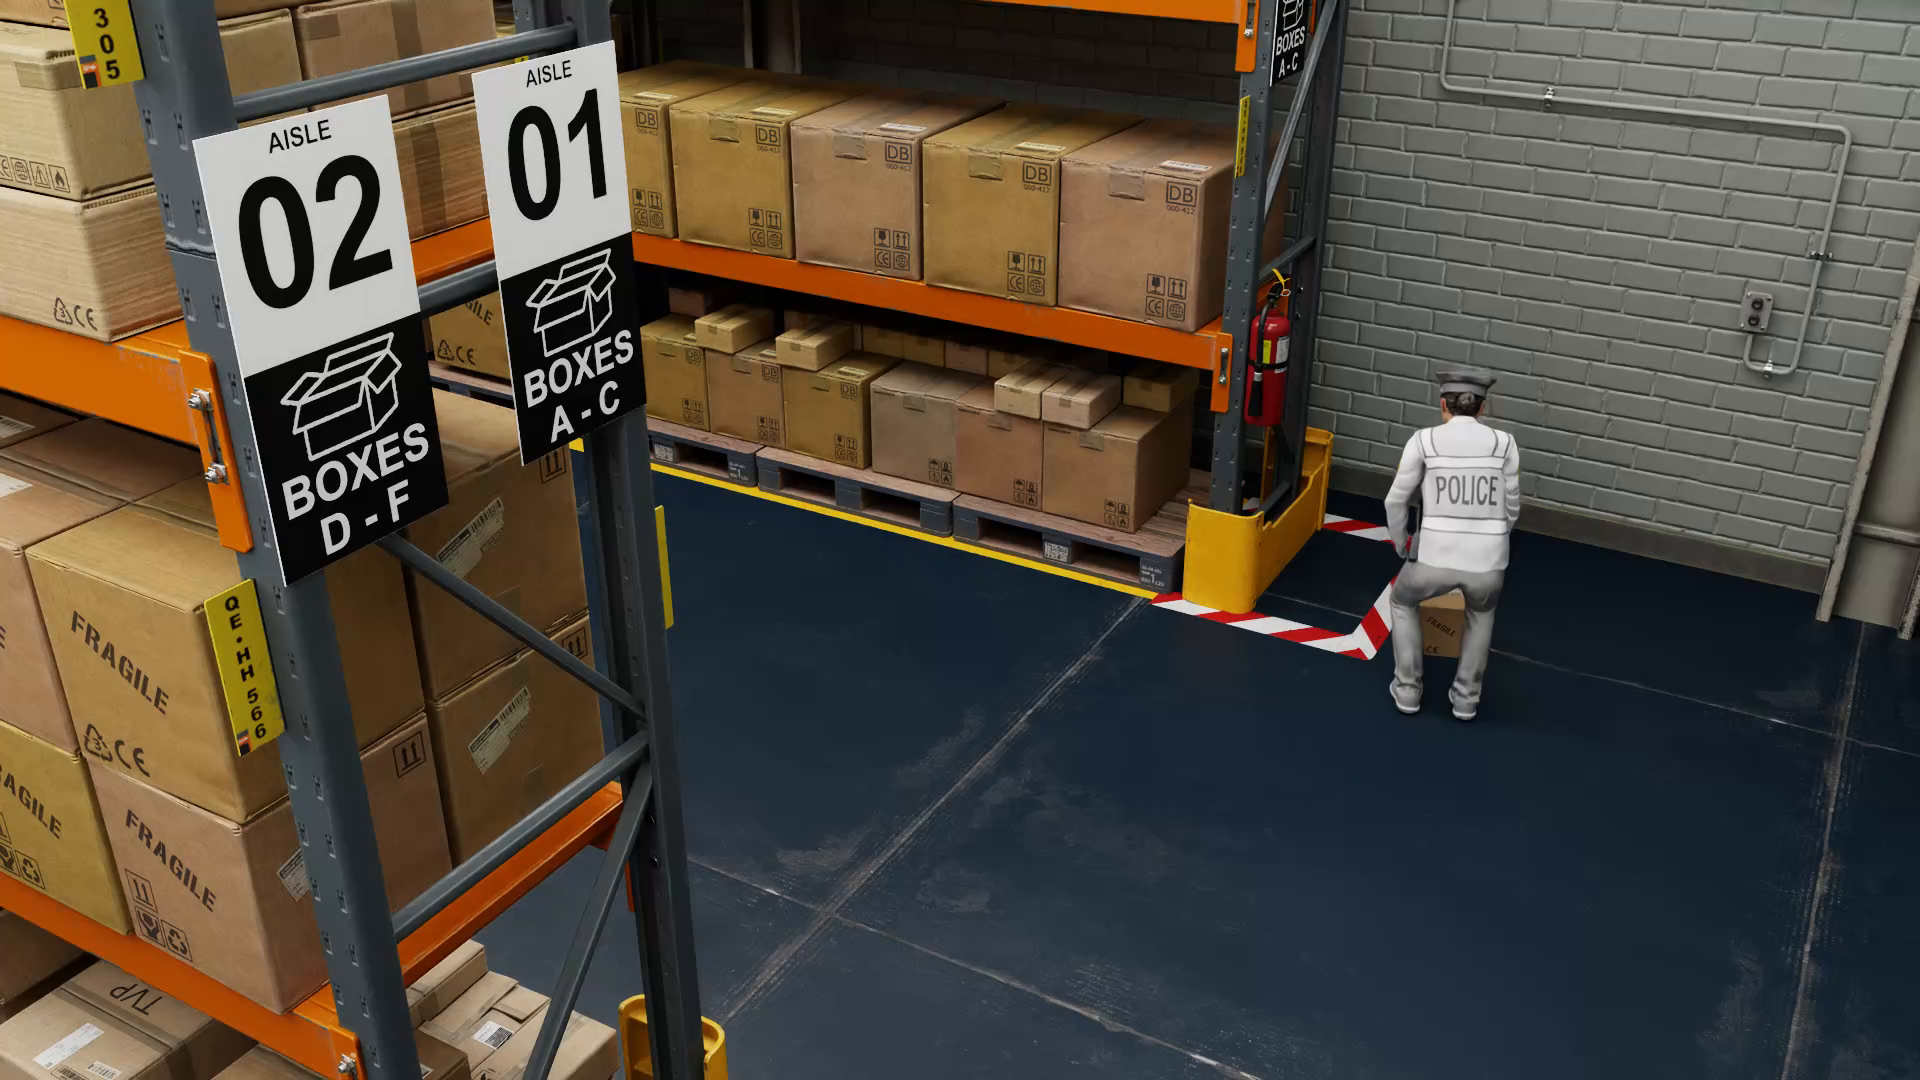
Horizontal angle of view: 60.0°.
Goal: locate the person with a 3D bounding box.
[{"bbox_3d":[2.000,0.028,6.832,0.534,1.429,0.674,5,27,11],"label":"person"}]
